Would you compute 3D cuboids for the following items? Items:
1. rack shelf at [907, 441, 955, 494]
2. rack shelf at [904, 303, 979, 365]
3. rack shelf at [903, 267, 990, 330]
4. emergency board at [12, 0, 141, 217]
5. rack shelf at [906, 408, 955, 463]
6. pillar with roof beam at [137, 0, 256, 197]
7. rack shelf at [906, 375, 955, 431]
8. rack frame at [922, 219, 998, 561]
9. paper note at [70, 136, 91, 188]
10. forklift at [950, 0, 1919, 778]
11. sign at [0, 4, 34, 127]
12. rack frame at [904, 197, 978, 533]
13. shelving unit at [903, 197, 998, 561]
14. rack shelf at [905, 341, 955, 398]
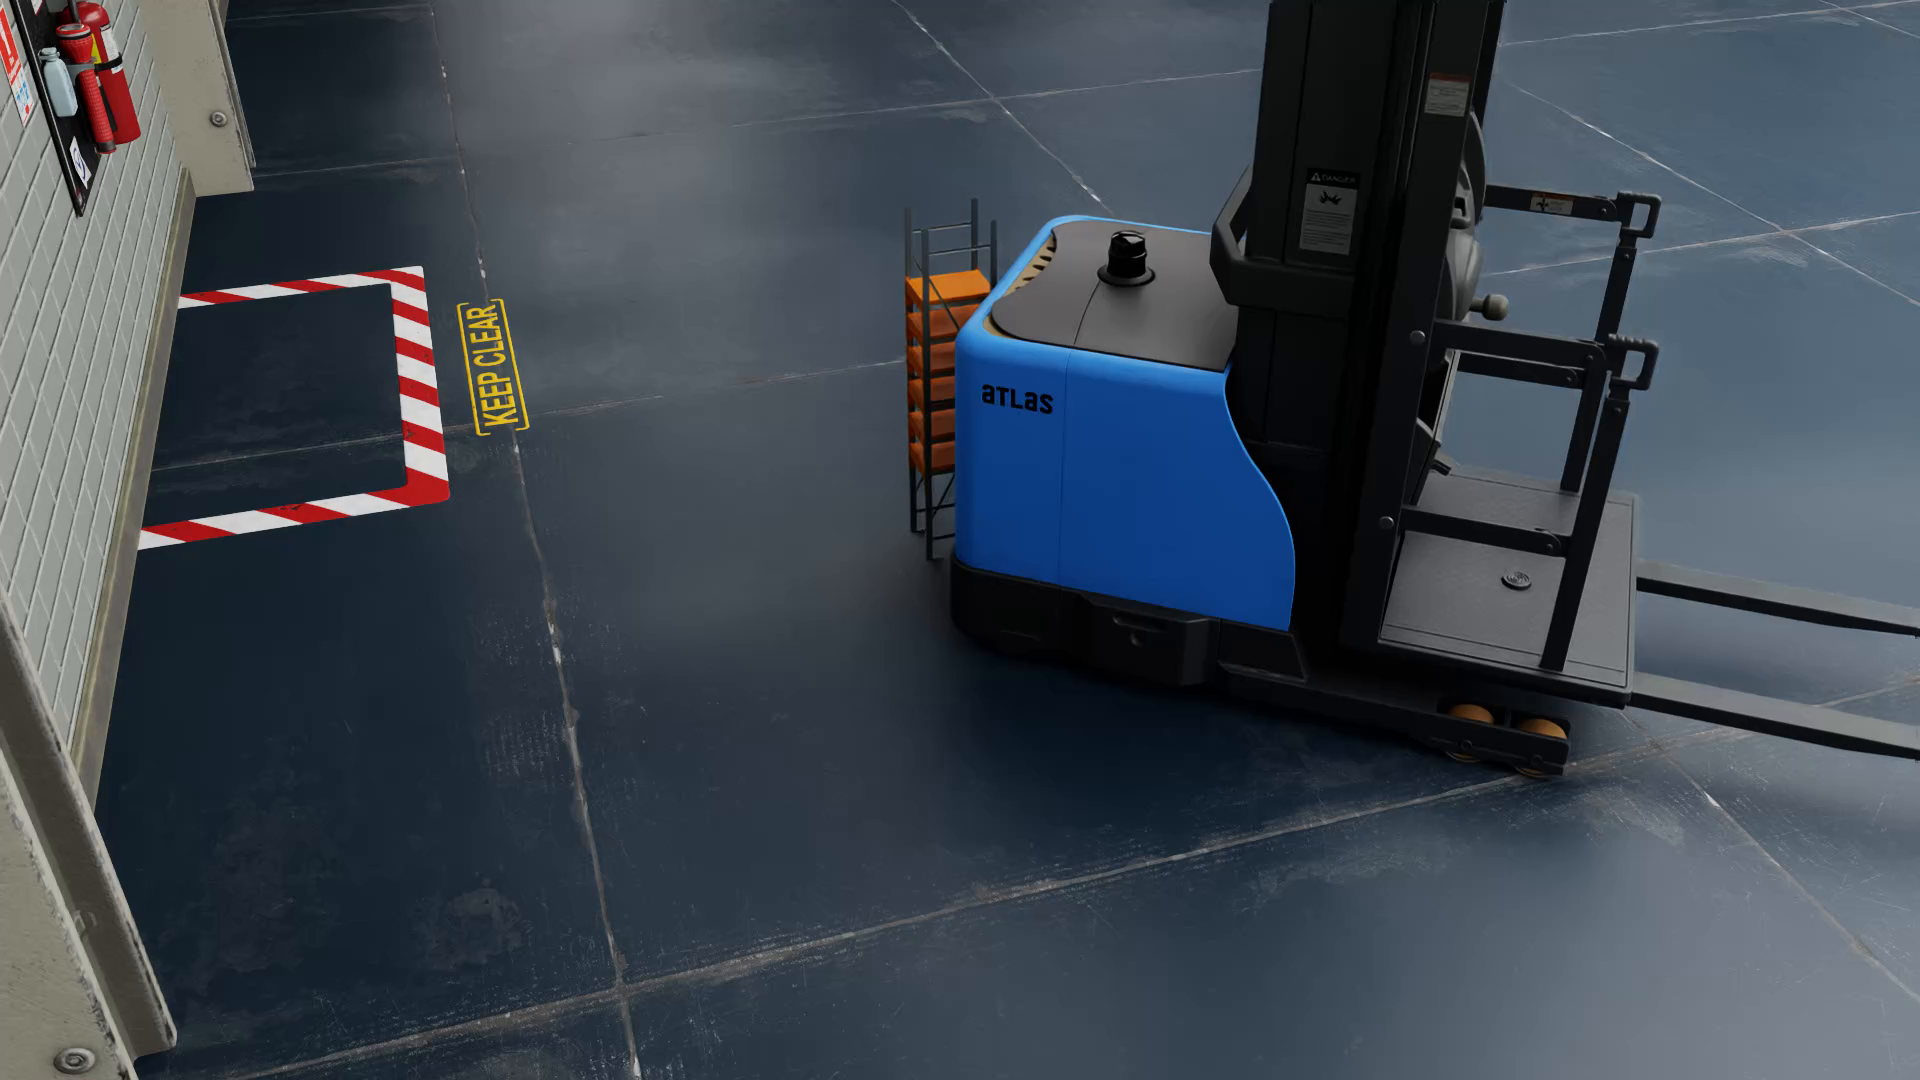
[{"bbox_3d":[-0.028,-0.262,5.574,0.258,0.103,0.180,-10,35,-15],"label":"rack shelf"},{"bbox_3d":[-0.029,-0.662,5.309,0.258,0.103,0.180,-10,35,-15],"label":"rack shelf"},{"bbox_3d":[-0.029,-0.762,5.243,0.258,0.103,0.180,-10,35,-15],"label":"rack shelf"},{"bbox_3d":[-3.073,-1.797,5.749,0.194,1.169,0.643,-10,35,-15],"label":"emergency board"},{"bbox_3d":[-0.028,-0.362,5.507,0.258,0.103,0.180,-10,35,-15],"label":"rack shelf"},{"bbox_3d":[0.309,-6.328,7.164,9.100,9.000,0.400,-10,35,-15],"label":"pillar with roof beam"},{"bbox_3d":[-0.028,-0.462,5.441,0.258,0.103,0.180,-10,35,-15],"label":"rack shelf"},{"bbox_3d":[0.000,-0.451,5.344,0.240,1.200,0.006,-10,35,-15],"label":"rack frame"},{"bbox_3d":[-3.085,-1.325,5.834,0.016,0.148,0.142,-10,35,-15],"label":"paper note"},{"bbox_3d":[1.543,-0.879,4.422,3.031,2.935,1.130,11,35,16],"label":"forklift"},{"bbox_3d":[-3.002,-1.505,5.274,0.001,0.329,0.234,-10,35,-15],"label":"sign"},{"bbox_3d":[-0.057,-0.547,5.489,0.240,1.200,0.006,-10,35,-15],"label":"rack frame"},{"bbox_3d":[-0.028,-0.499,5.417,0.258,1.200,0.189,-10,35,-15],"label":"shelving unit"},{"bbox_3d":[-0.029,-0.562,5.375,0.258,0.103,0.180,-10,35,-15],"label":"rack shelf"}]
